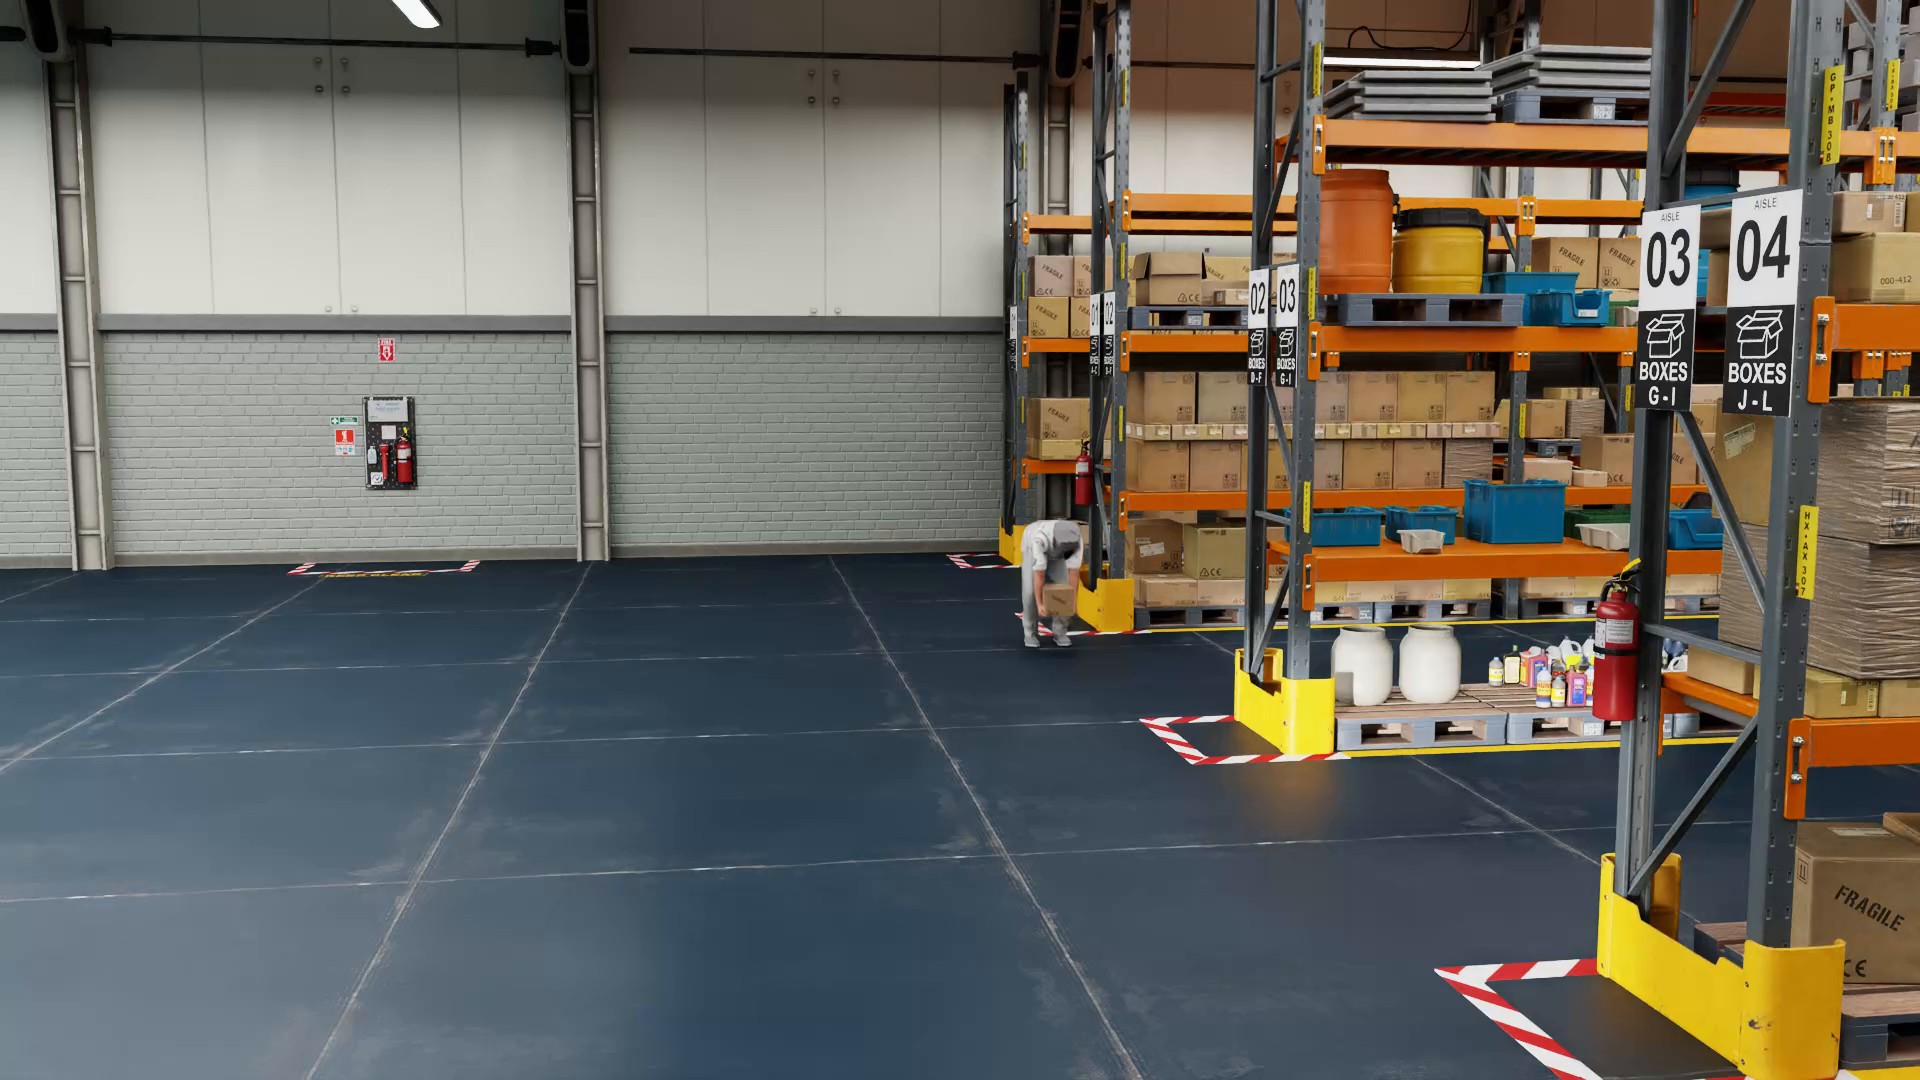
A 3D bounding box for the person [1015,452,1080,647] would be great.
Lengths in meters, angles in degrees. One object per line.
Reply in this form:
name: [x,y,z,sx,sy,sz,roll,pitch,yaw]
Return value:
person: [0.781,0.076,14.993,0.606,1.751,0.429,-1,7,-11]
